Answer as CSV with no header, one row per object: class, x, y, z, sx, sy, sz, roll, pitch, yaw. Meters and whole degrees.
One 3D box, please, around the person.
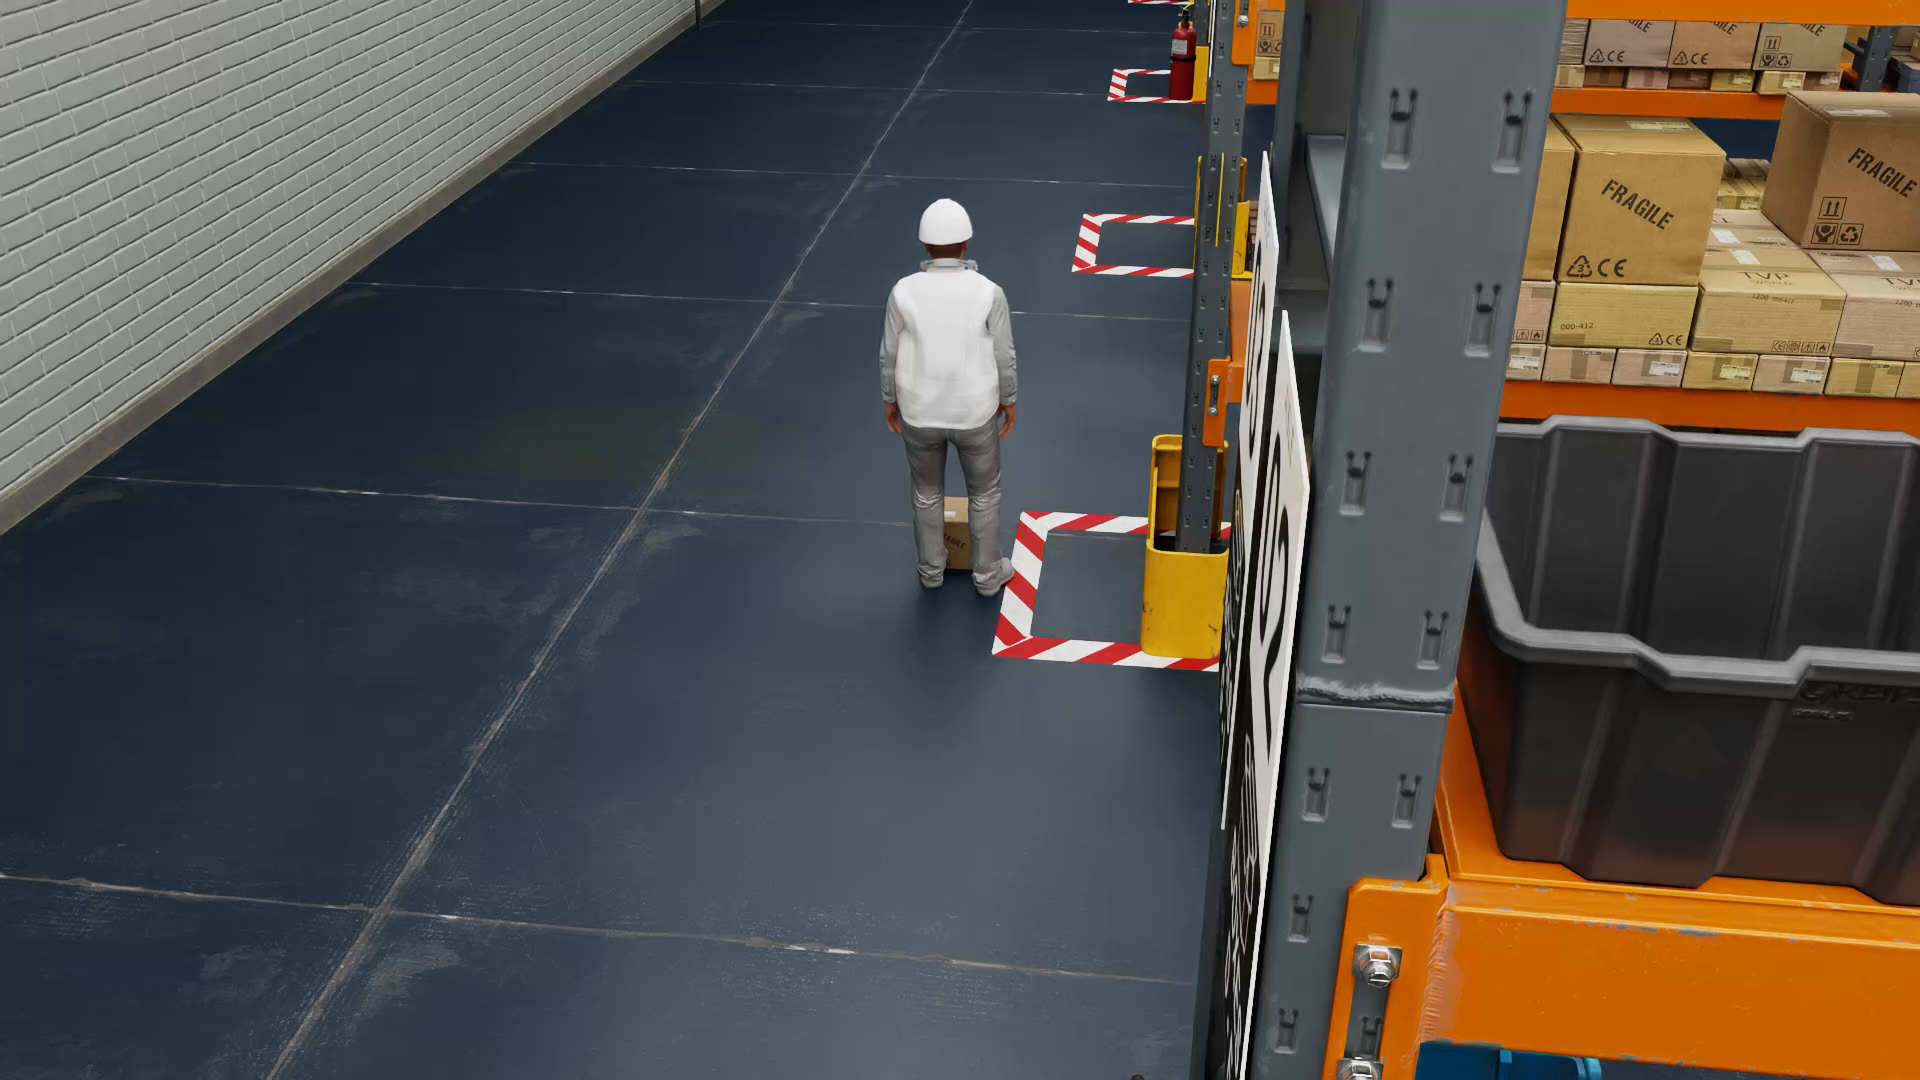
person,-0.046,-0.584,7.183,0.589,1.772,0.464,3,28,5
